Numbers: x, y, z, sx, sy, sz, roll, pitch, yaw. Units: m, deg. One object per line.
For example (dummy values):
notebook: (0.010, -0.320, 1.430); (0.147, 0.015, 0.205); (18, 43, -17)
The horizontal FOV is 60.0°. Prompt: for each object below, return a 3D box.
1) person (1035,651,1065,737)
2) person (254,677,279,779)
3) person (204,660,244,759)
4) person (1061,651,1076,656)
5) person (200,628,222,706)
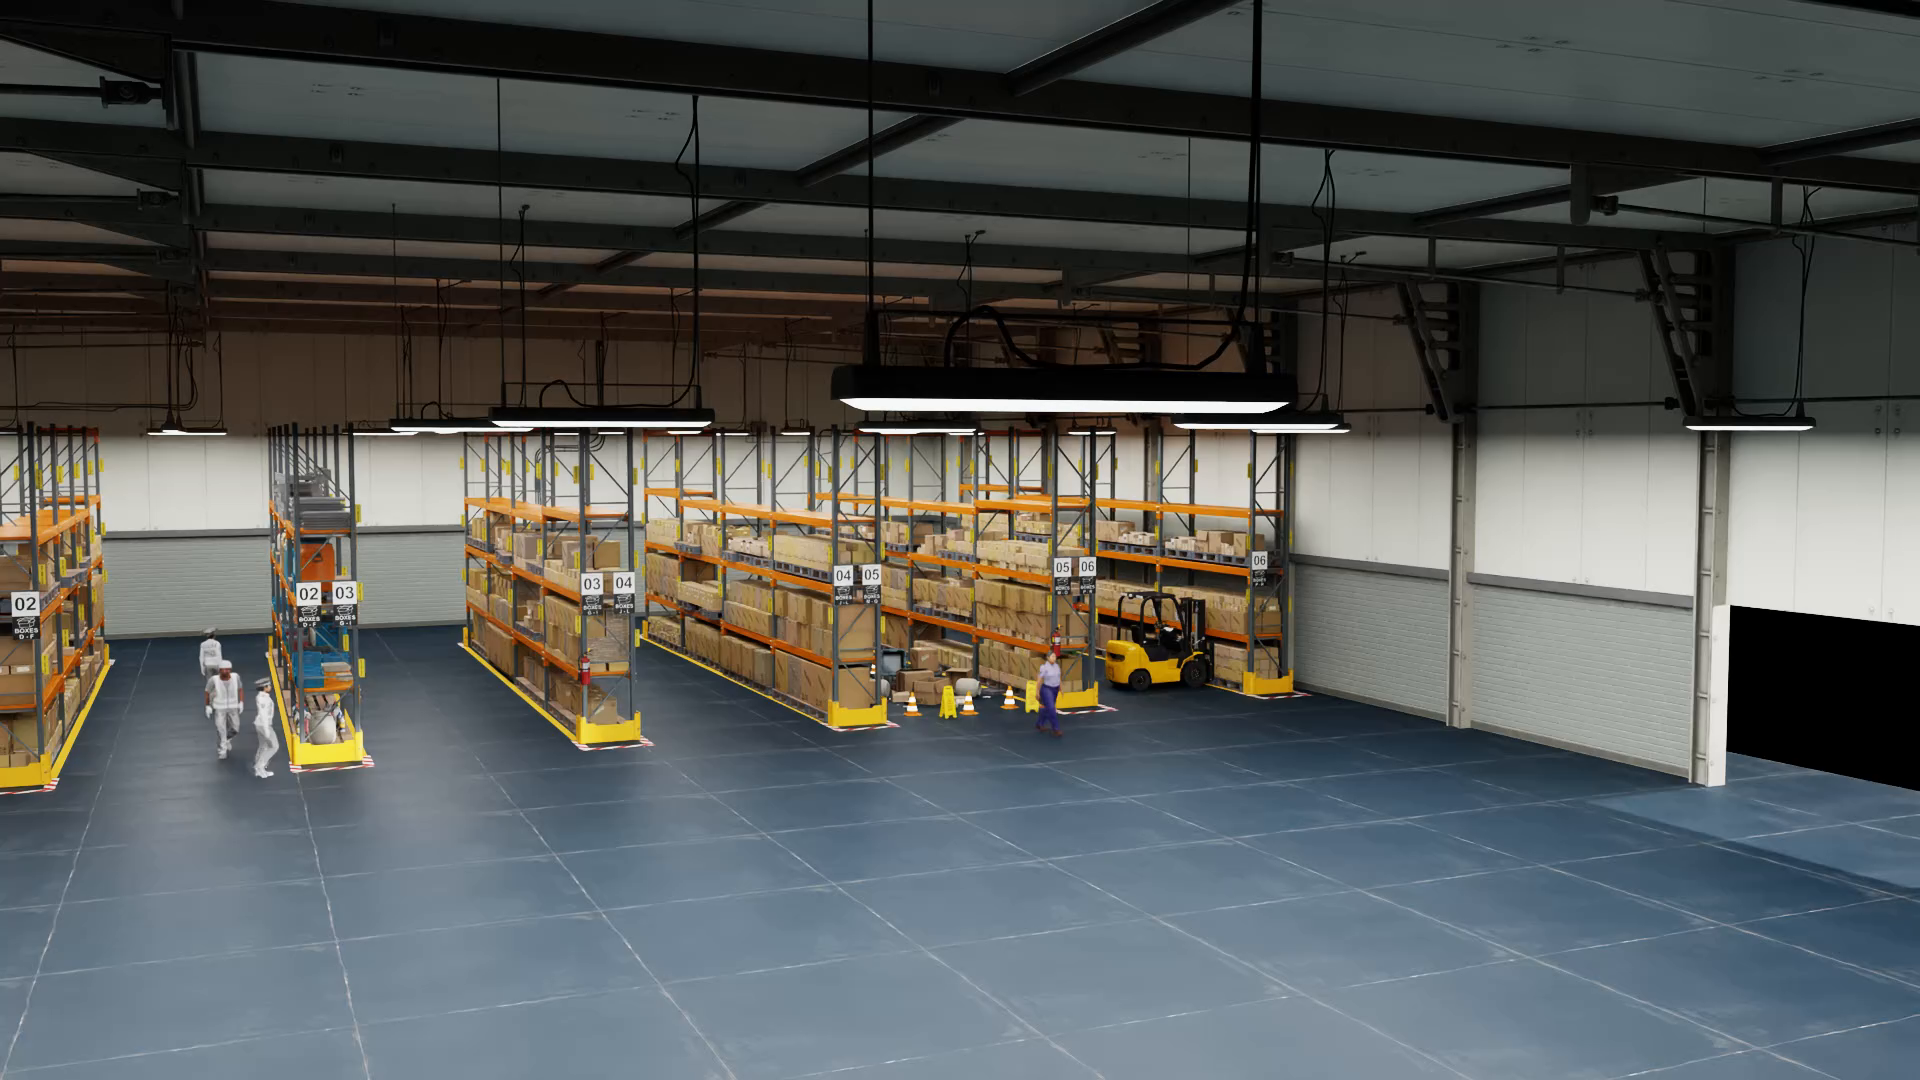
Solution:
person: (1.770, 2.938, 32.109); (0.944, 1.598, 0.534); (3, 5, 40)
person: (-11.718, 3.156, 28.051); (0.395, 1.690, 0.512); (-2, 4, -24)
person: (-13.263, 3.020, 29.946); (0.639, 1.758, 0.719); (-3, 4, -38)
person: (2.544, 2.417, 39.701); (0.627, 1.791, 0.730); (-2, 4, -28)
person: (-15.921, 2.710, 35.448); (0.509, 1.658, 0.519); (-1, 4, -14)
